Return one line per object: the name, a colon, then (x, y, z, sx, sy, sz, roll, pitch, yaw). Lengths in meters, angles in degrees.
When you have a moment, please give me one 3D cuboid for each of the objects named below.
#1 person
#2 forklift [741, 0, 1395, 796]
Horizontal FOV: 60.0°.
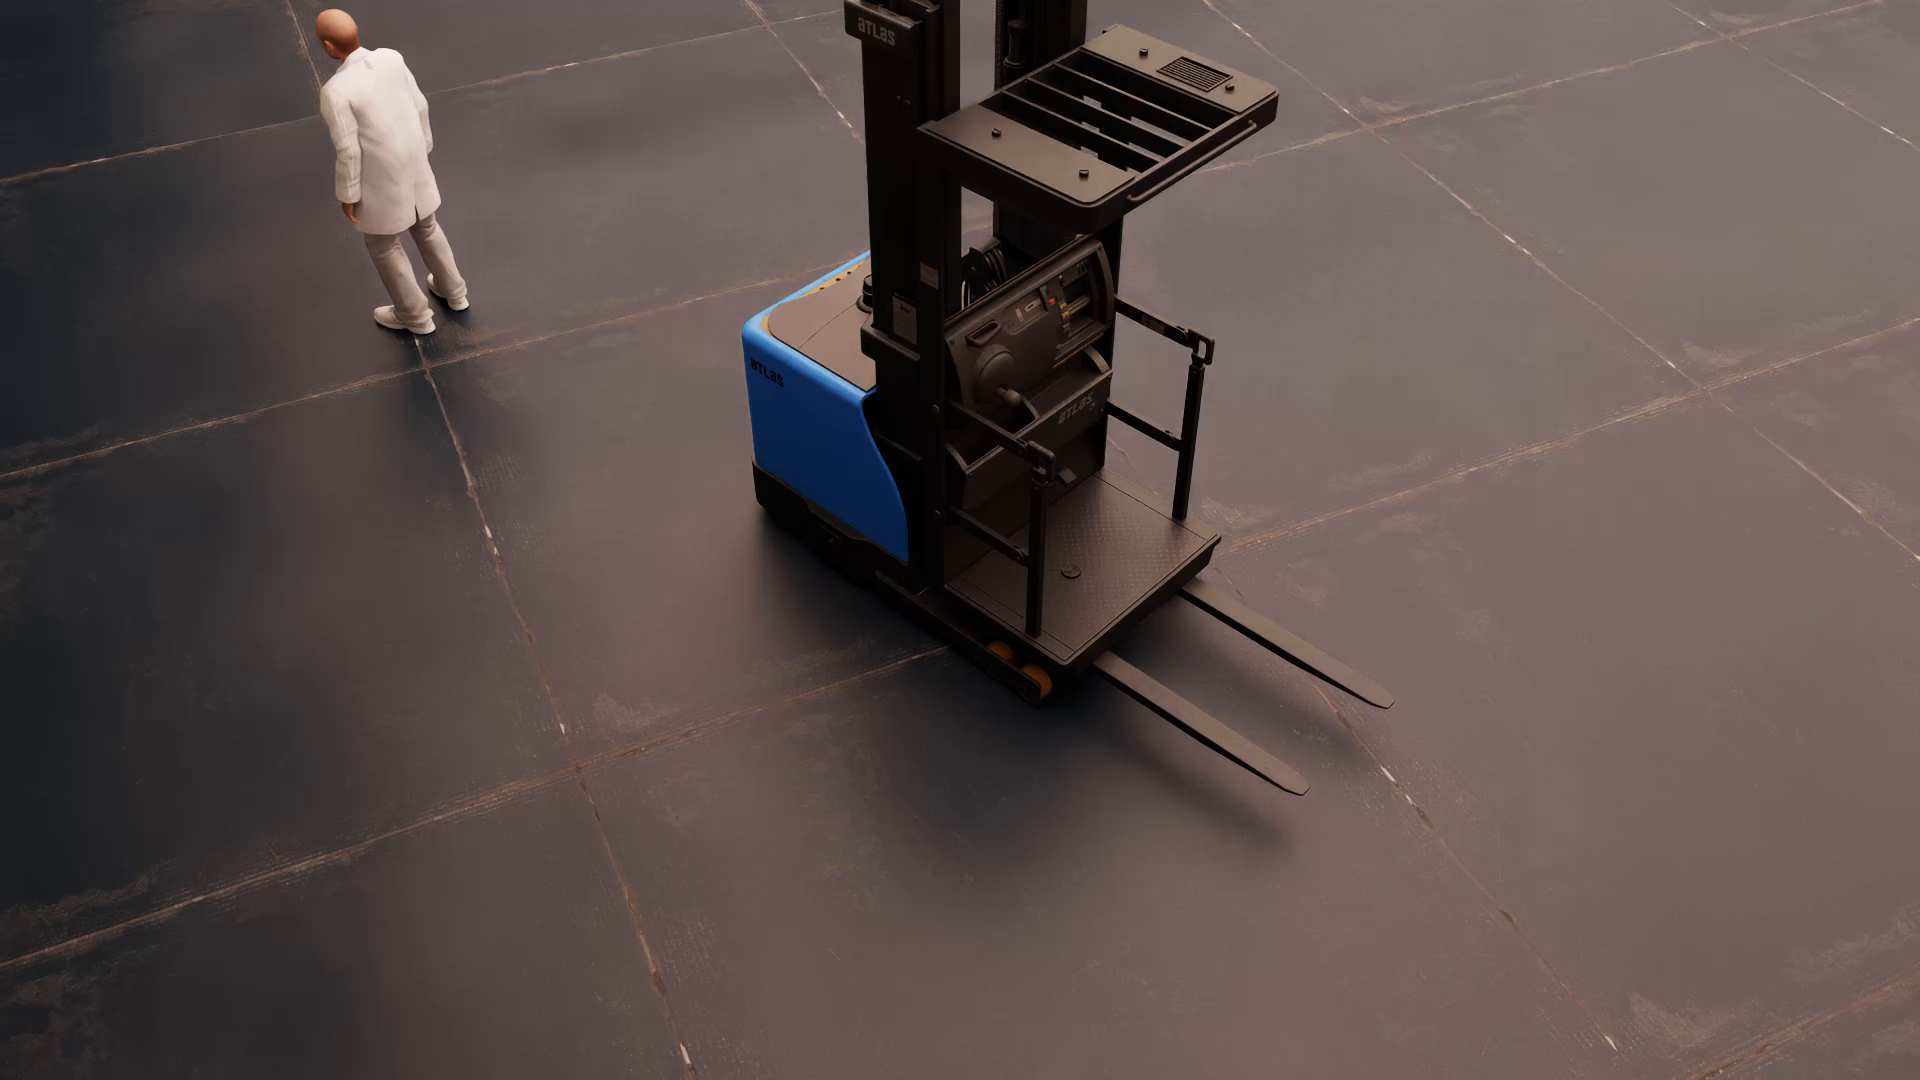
person: (-2.949, -1.876, 8.540, 0.436, 1.773, 0.650, 21, 47, 21)
forklift: (0.445, -0.788, 6.525, 3.031, 2.935, 1.130, 32, 52, 30)
